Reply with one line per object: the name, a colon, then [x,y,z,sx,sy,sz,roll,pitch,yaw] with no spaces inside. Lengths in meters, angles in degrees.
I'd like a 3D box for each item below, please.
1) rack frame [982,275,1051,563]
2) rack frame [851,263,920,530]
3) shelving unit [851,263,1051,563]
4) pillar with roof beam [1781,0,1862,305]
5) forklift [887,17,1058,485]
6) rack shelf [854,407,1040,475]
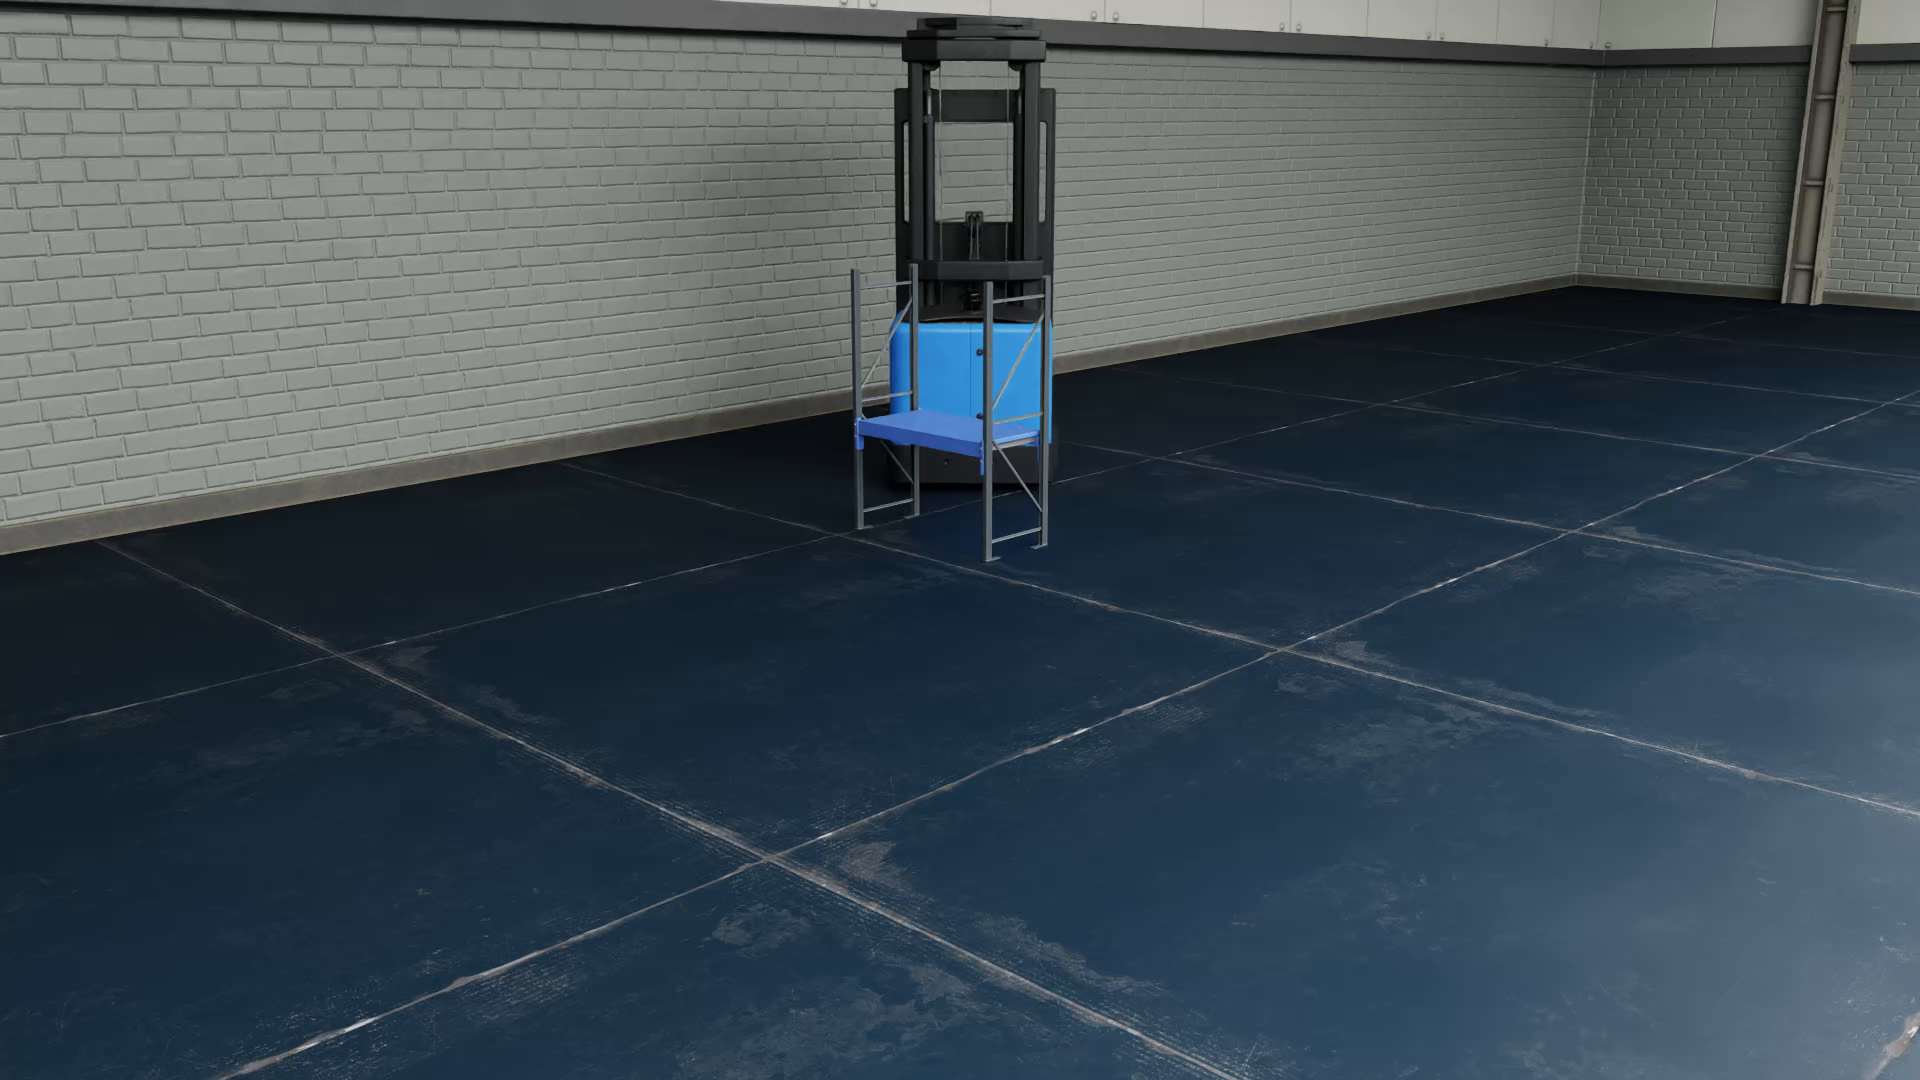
rack frame: [0.305,-0.652,8.959,0.032,1.500,0.500,14,20,42]
rack frame: [-0.427,-0.830,9.642,0.032,1.500,0.500,14,20,42]
shelving unit: [-0.061,-0.741,9.300,1.048,1.500,0.538,14,20,42]
pillar with roof beam: [7.542,-6.538,16.677,0.400,9.000,9.100,14,20,42]
forklift: [0.108,-2.087,11.630,1.130,2.935,3.031,0,15,2]
rack shelf: [-0.061,-0.567,9.346,1.000,0.185,0.538,14,20,42]
